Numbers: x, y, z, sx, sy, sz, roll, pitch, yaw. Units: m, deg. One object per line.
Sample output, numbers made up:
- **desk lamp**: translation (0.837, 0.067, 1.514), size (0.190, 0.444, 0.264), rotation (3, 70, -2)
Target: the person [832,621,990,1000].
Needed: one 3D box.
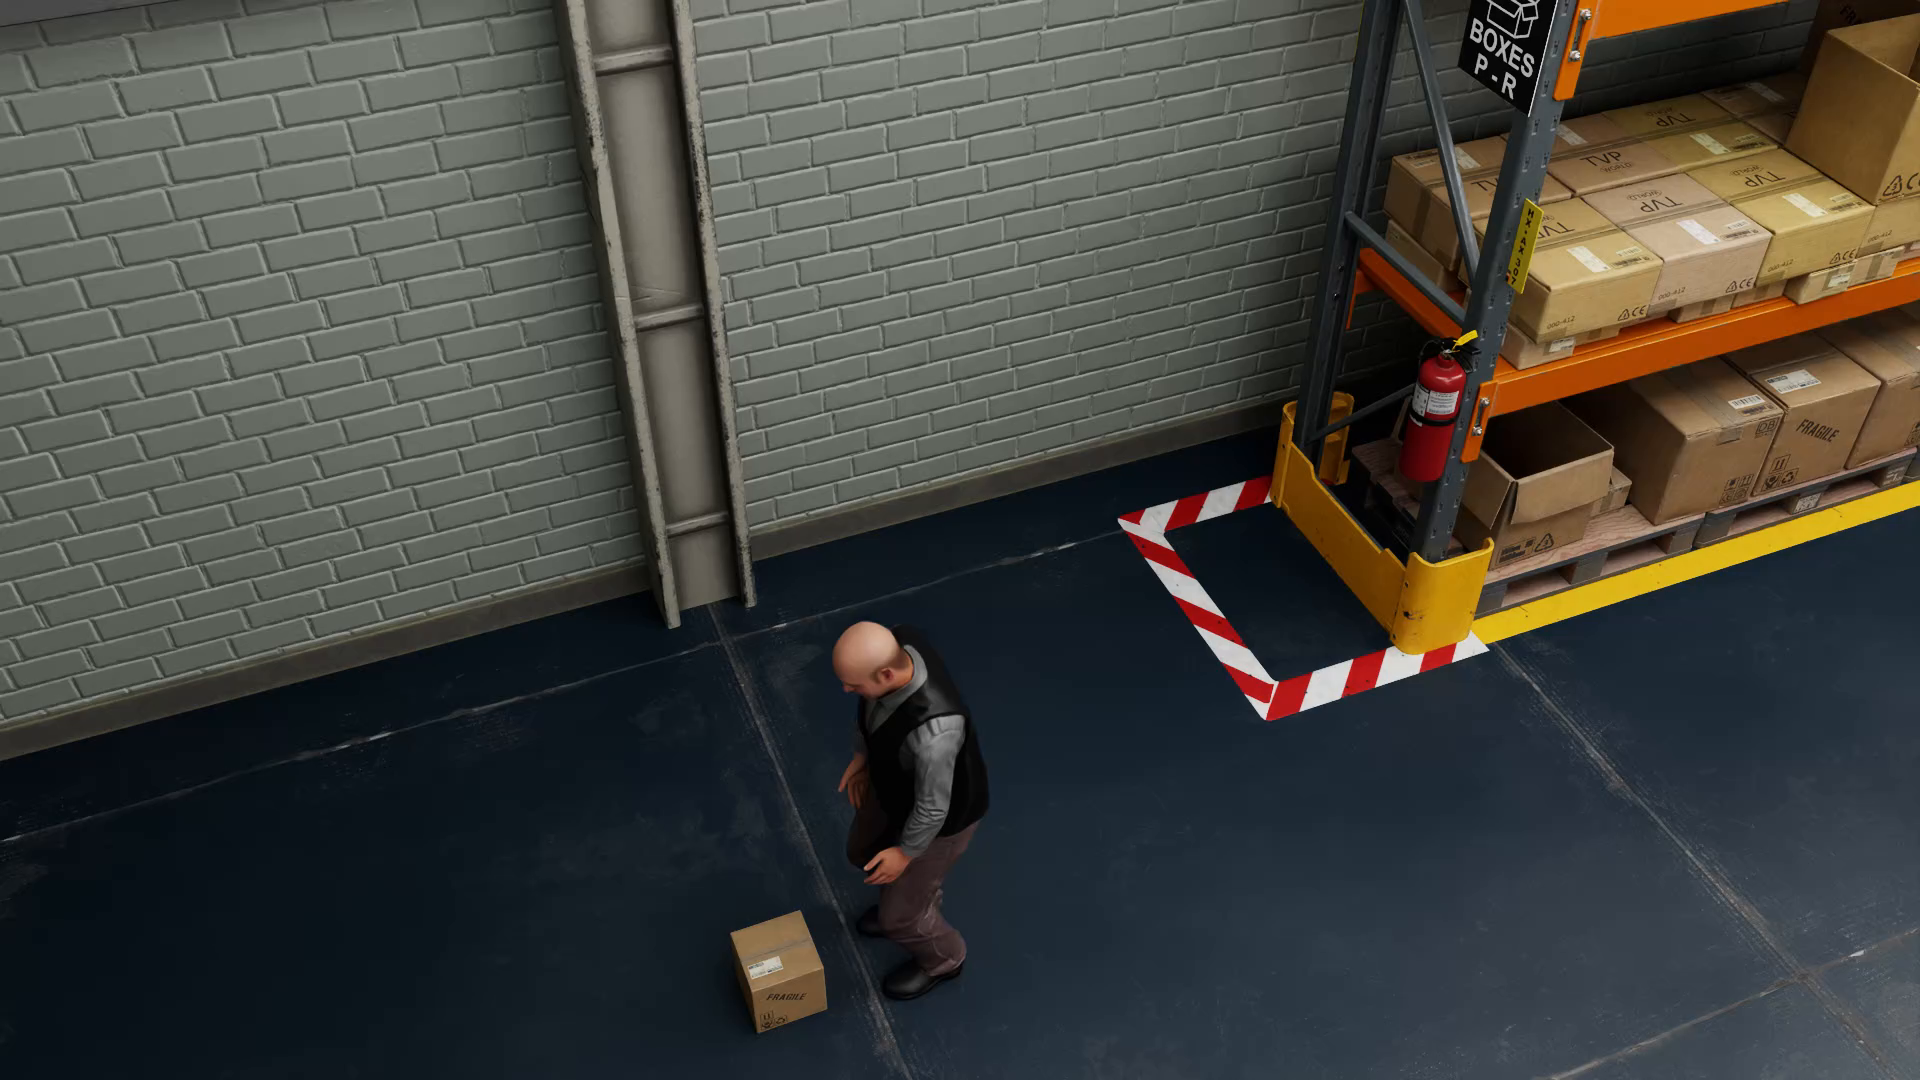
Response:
- **person**: translation (-0.148, 0.890, 5.337), size (0.464, 1.512, 0.567), rotation (-14, 43, -16)
